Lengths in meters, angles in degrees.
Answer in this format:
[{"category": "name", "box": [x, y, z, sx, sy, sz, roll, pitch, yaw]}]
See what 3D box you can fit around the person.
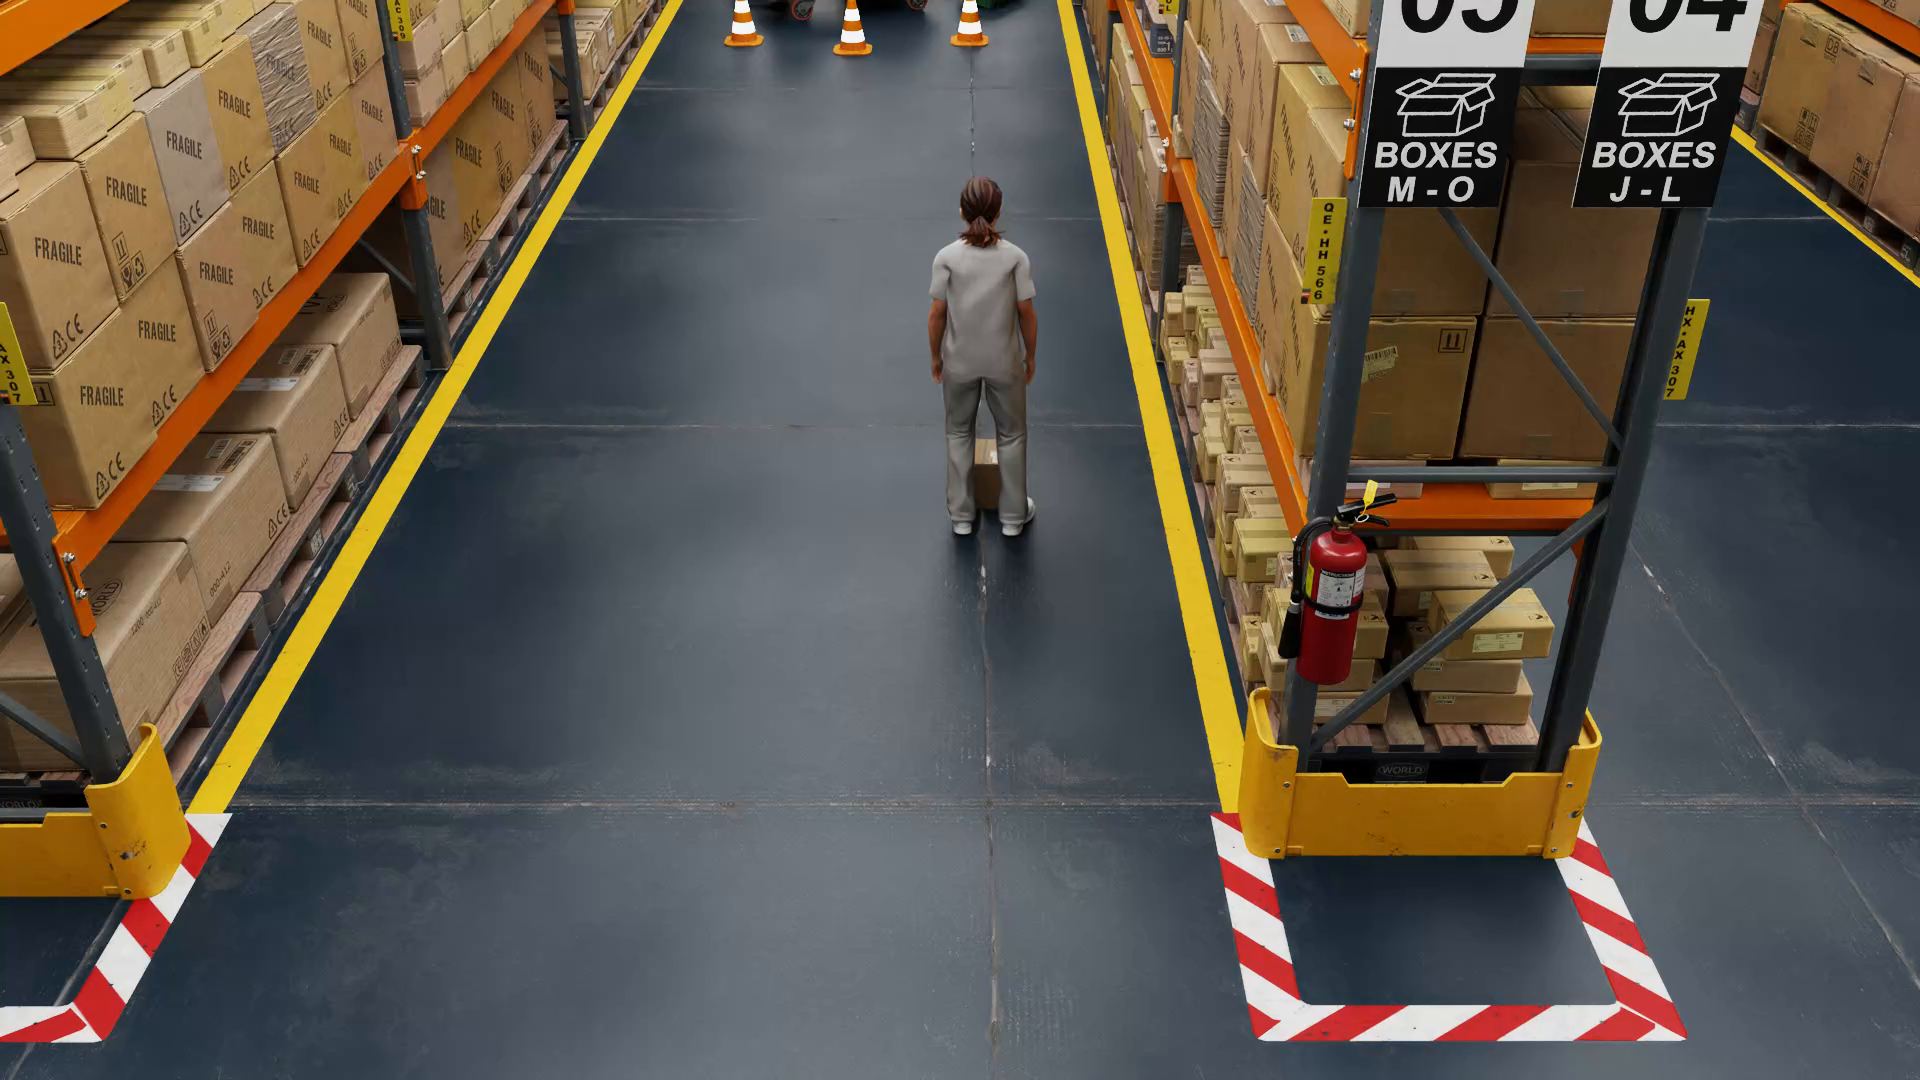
[{"category": "person", "box": [0.106, -0.790, 7.419, 0.493, 1.672, 0.359, 2, 32, 3]}]
